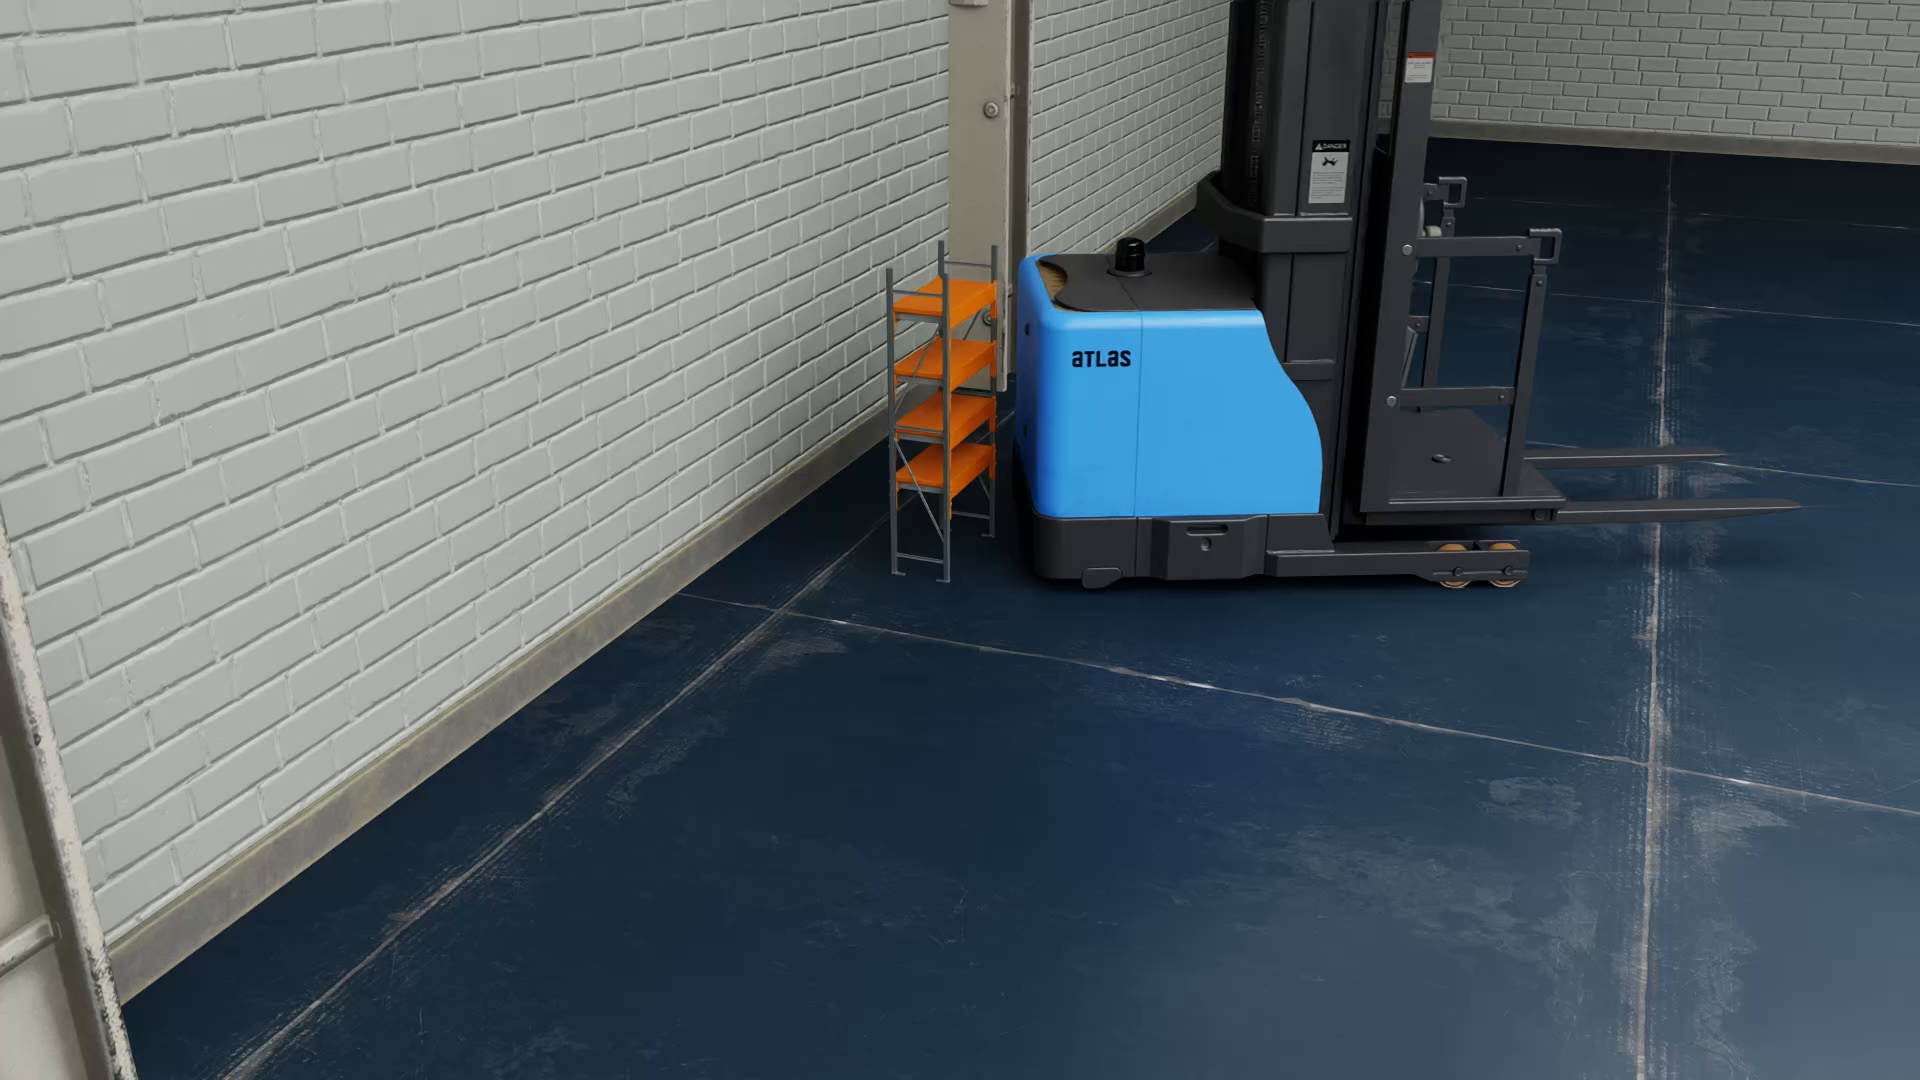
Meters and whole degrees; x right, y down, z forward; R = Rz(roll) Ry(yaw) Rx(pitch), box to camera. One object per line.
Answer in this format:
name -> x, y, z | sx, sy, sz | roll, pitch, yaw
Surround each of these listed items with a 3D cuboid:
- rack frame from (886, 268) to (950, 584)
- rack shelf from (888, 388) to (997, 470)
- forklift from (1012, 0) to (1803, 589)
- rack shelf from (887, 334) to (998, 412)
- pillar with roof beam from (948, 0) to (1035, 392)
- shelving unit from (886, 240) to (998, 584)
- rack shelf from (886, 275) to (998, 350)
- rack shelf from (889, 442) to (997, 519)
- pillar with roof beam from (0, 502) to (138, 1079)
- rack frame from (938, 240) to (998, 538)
rack frame -> -0.152, -0.407, 6.168 | 0.240, 1.200, 0.015 | 9, 24, 20
rack shelf -> -0.061, -0.432, 6.403 | 0.258, 0.148, 0.480 | 9, 24, 20
forklift -> 1.757, -1.371, 6.230 | 3.031, 2.935, 1.130 | -1, 23, -3
rack shelf -> -0.061, -0.639, 6.317 | 0.258, 0.148, 0.480 | 9, 24, 20
pillar with roof beam -> 4.151, -4.393, 5.591 | 9.100, 9.000, 0.400 | 9, 24, 20
shelving unit -> -0.061, -0.494, 6.377 | 0.258, 1.200, 0.503 | 9, 24, 20
rack shelf -> -0.061, -0.857, 6.225 | 0.258, 0.148, 0.480 | 9, 24, 20
rack shelf -> -0.061, -0.249, 6.479 | 0.258, 0.148, 0.480 | 9, 24, 20
pillar with roof beam -> 1.922, -2.246, 0.451 | 9.100, 9.000, 0.400 | 9, 24, 20
rack frame -> 0.029, -0.582, 6.586 | 0.240, 1.200, 0.015 | 9, 24, 20
